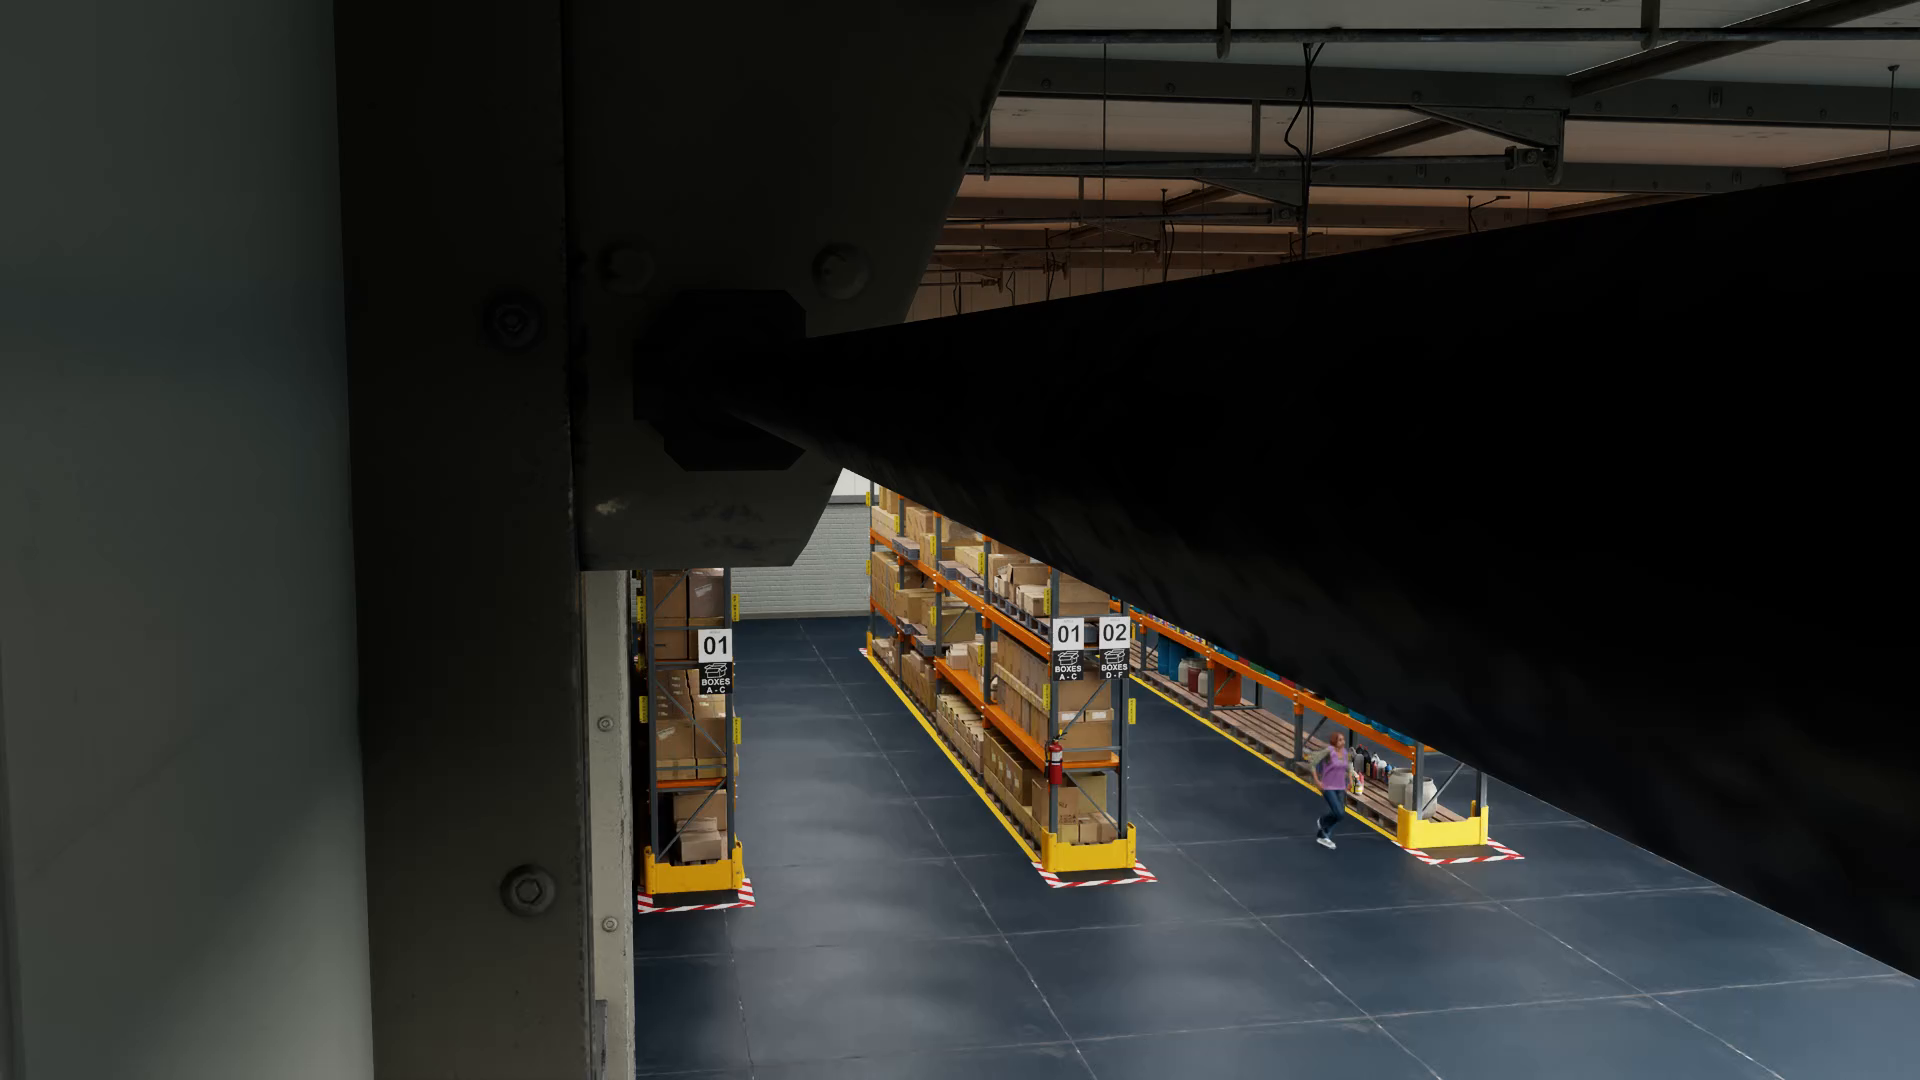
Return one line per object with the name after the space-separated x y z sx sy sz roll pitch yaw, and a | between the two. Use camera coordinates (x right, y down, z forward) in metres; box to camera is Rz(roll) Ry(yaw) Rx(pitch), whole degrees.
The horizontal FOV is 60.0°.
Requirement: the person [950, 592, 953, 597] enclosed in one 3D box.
-0.404 1.608 37.339 0.766 1.676 0.591 4 7 37 | person

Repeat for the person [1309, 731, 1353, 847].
4.916 3.276 21.805 0.585 1.559 0.497 -3 7 -28 | person
